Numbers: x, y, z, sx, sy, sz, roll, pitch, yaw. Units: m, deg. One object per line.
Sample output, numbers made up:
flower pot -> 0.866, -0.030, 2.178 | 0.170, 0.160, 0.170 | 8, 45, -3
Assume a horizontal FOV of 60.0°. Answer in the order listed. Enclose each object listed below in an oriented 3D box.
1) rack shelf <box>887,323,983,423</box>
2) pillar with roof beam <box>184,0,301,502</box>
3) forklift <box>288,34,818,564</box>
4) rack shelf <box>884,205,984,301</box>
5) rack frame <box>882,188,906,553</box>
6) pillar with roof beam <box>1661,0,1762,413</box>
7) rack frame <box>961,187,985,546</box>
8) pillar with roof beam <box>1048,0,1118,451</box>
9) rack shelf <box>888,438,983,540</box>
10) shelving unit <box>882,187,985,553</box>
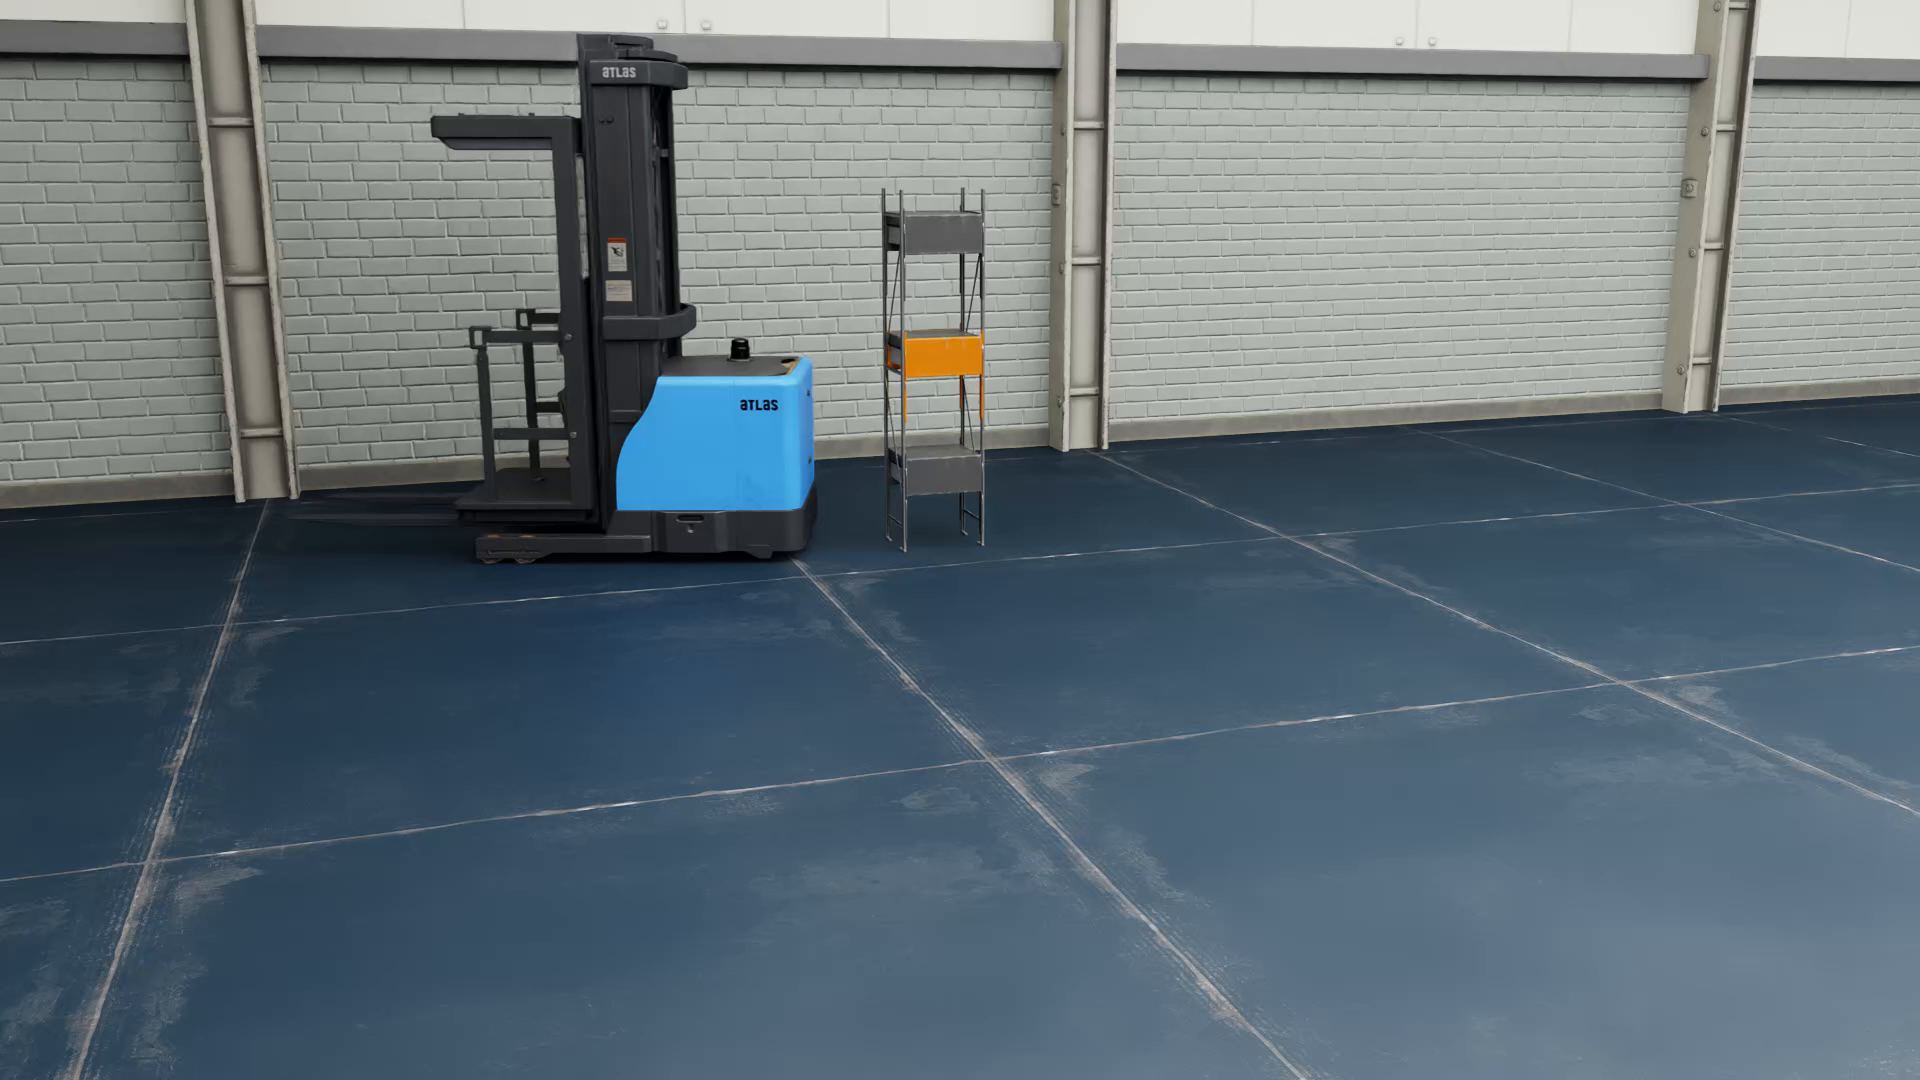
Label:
rack shelf -> -0.157, -0.996, 9.852 | 0.480, 0.518, 0.431 | -4, 14, -18
pillar with roof beam -> -3.371, -3.735, 6.399 | 0.400, 9.000, 9.100 | -4, 14, -18
forklift -> -2.413, -1.412, 9.744 | 3.031, 2.935, 1.130 | 0, 13, 0
rack shelf -> -0.157, -1.677, 9.690 | 0.480, 0.518, 0.431 | -4, 14, -18
rack frame -> -0.388, -0.991, 9.773 | 0.015, 2.100, 0.400 | -4, 14, -18
pillar with roof beam -> 8.002, -4.621, 10.123 | 0.400, 9.000, 9.100 | -4, 14, -18
rack frame -> 0.074, -1.027, 9.924 | 0.015, 2.100, 0.400 | -4, 14, -18
pillar with roof beam -> 2.316, -4.178, 8.261 | 0.400, 9.000, 9.100 | -4, 14, -18
rack shelf -> -0.157, -0.315, 10.014 | 0.480, 0.518, 0.431 | -4, 14, -18
shelving unit -> -0.157, -1.009, 9.848 | 0.503, 2.100, 0.431 | -4, 14, -18
